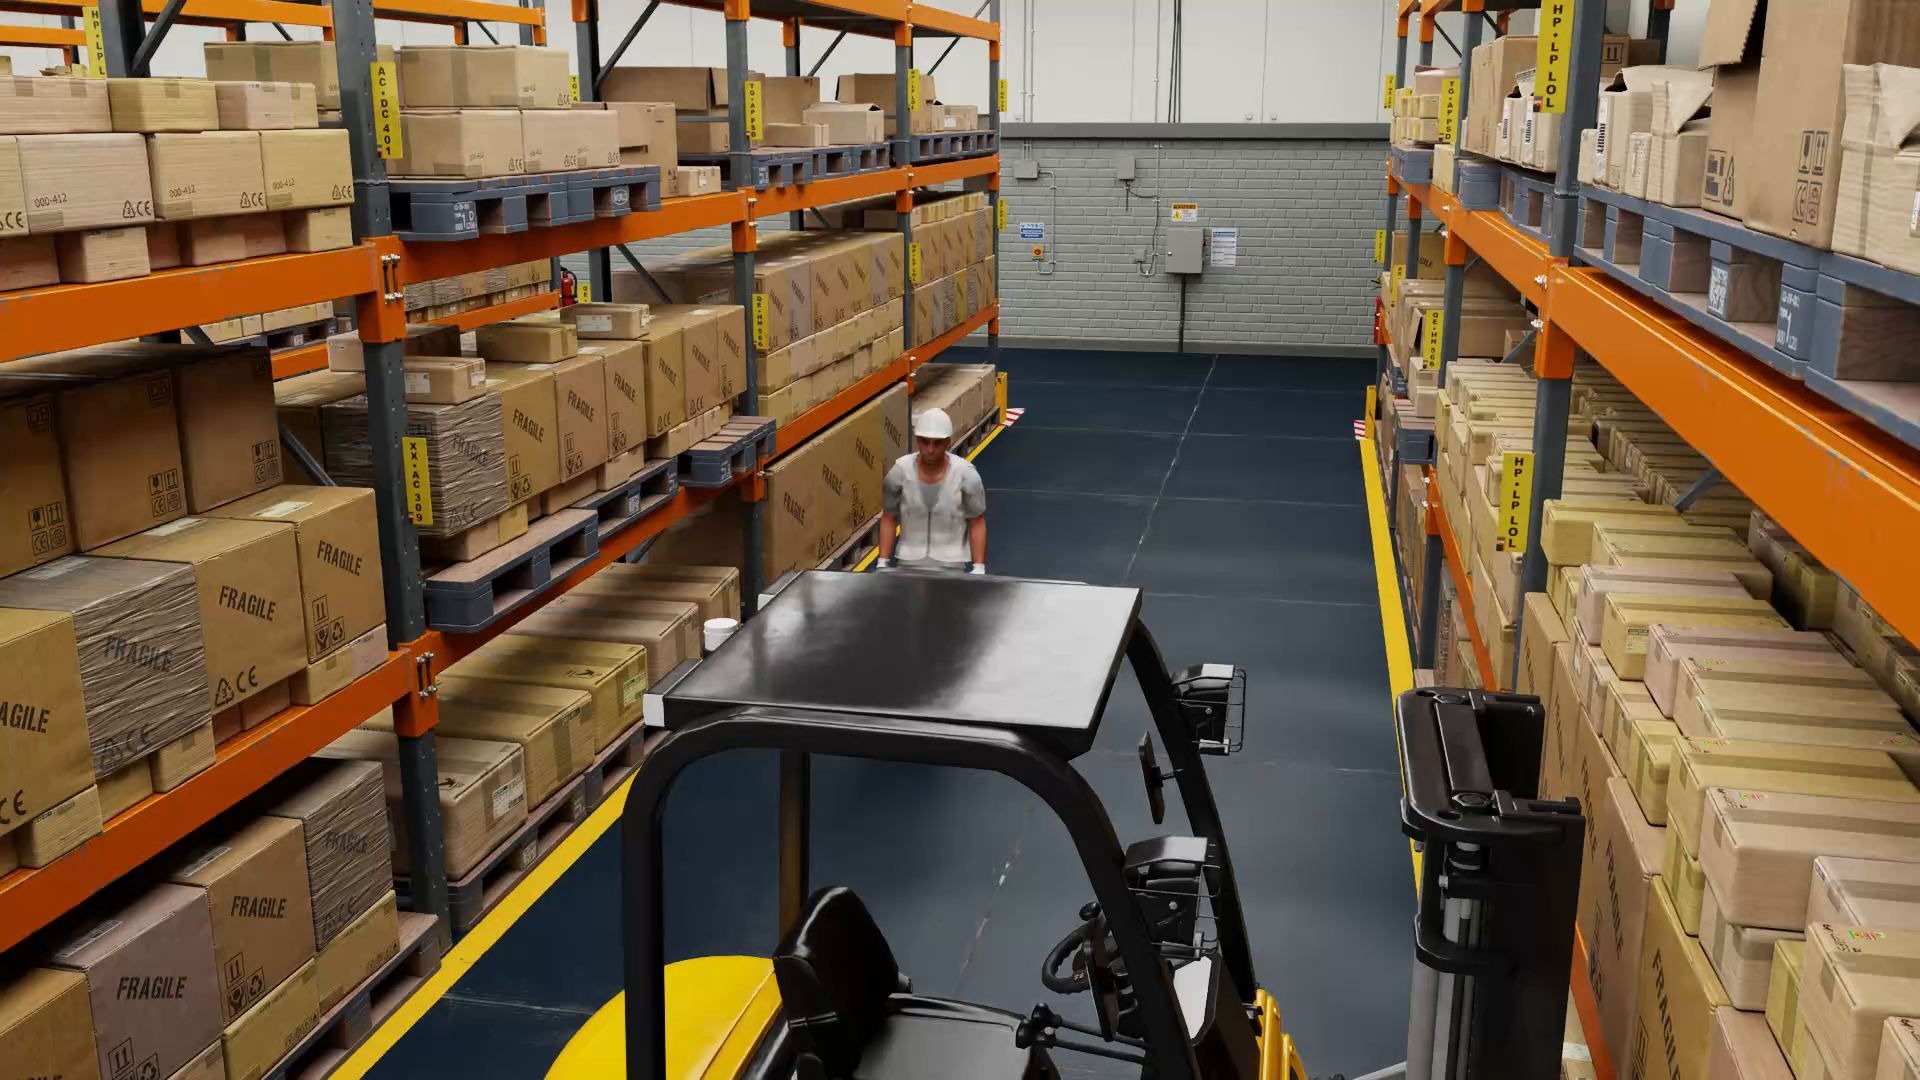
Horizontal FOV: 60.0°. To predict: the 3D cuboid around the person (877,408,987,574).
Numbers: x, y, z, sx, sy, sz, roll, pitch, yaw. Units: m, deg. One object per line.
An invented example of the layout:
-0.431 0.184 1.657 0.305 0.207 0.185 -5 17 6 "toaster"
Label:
-0.155 0.167 8.837 0.611 1.778 0.451 2 15 8 "person"
